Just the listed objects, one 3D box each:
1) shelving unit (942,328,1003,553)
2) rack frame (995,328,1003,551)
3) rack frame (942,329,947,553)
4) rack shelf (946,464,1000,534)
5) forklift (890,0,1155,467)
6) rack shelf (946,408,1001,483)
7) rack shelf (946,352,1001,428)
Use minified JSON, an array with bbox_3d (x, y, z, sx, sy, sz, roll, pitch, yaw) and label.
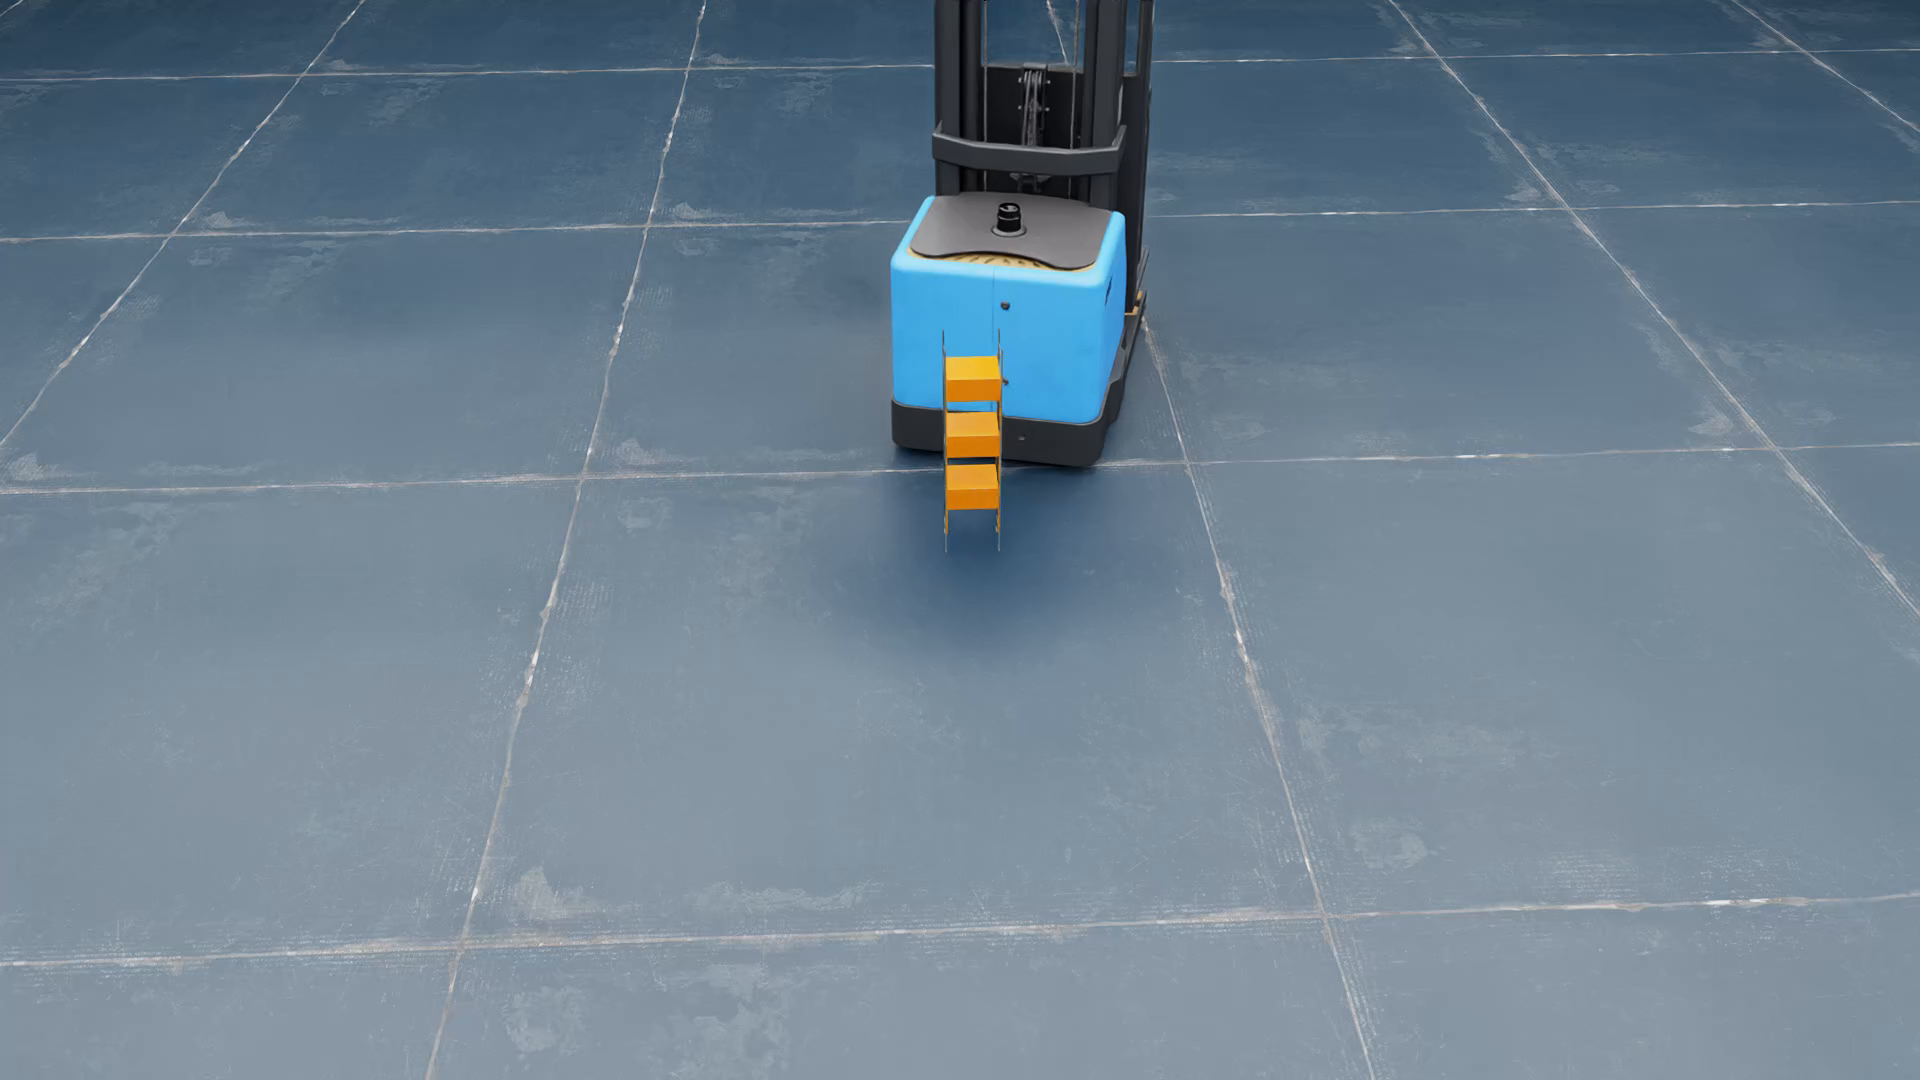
[{"bbox_3d":[0.053,-0.433,7.453,0.252,1.050,0.215,-2,35,-2],"label":"shelving unit"},{"bbox_3d":[0.175,-0.436,7.458,0.008,1.050,0.200,-2,35,-2],"label":"rack frame"},{"bbox_3d":[-0.068,-0.430,7.449,0.008,1.050,0.200,-2,35,-2],"label":"rack frame"},{"bbox_3d":[0.053,-0.196,7.618,0.240,0.259,0.215,-2,35,-2],"label":"rack shelf"},{"bbox_3d":[0.463,-2.398,8.640,1.130,2.935,3.031,7,35,10],"label":"forklift"},{"bbox_3d":[0.053,-0.424,7.459,0.240,0.259,0.215,-2,35,-2],"label":"rack shelf"},{"bbox_3d":[0.053,-0.658,7.298,0.240,0.259,0.215,-2,35,-2],"label":"rack shelf"}]
